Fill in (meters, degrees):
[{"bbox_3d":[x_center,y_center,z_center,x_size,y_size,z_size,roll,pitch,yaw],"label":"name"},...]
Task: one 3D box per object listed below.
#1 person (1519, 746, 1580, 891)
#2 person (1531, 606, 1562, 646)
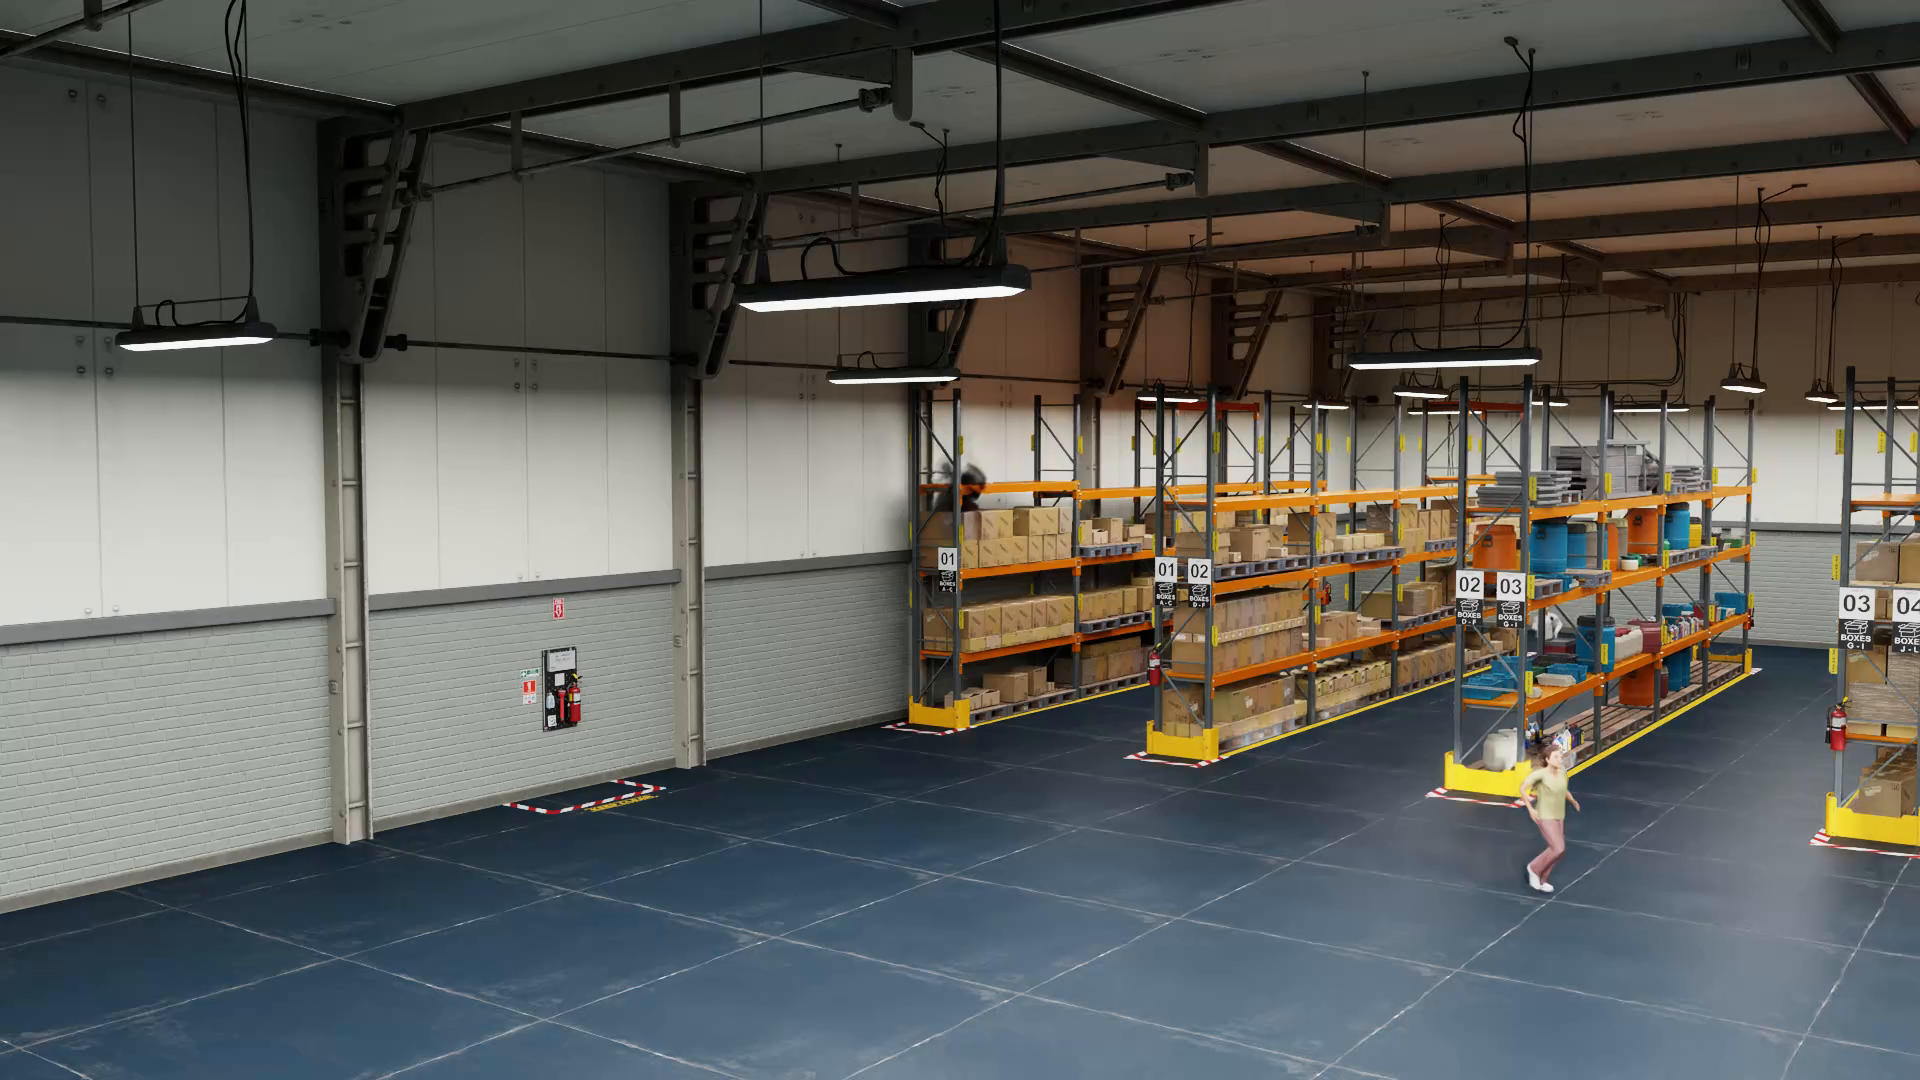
[{"bbox_3d":[6.622,3.119,18.577,0.587,1.638,0.550,-2,4,-29],"label":"person"},{"bbox_3d":[12.505,2.139,35.502,0.595,1.718,0.657,2,4,27],"label":"person"}]
